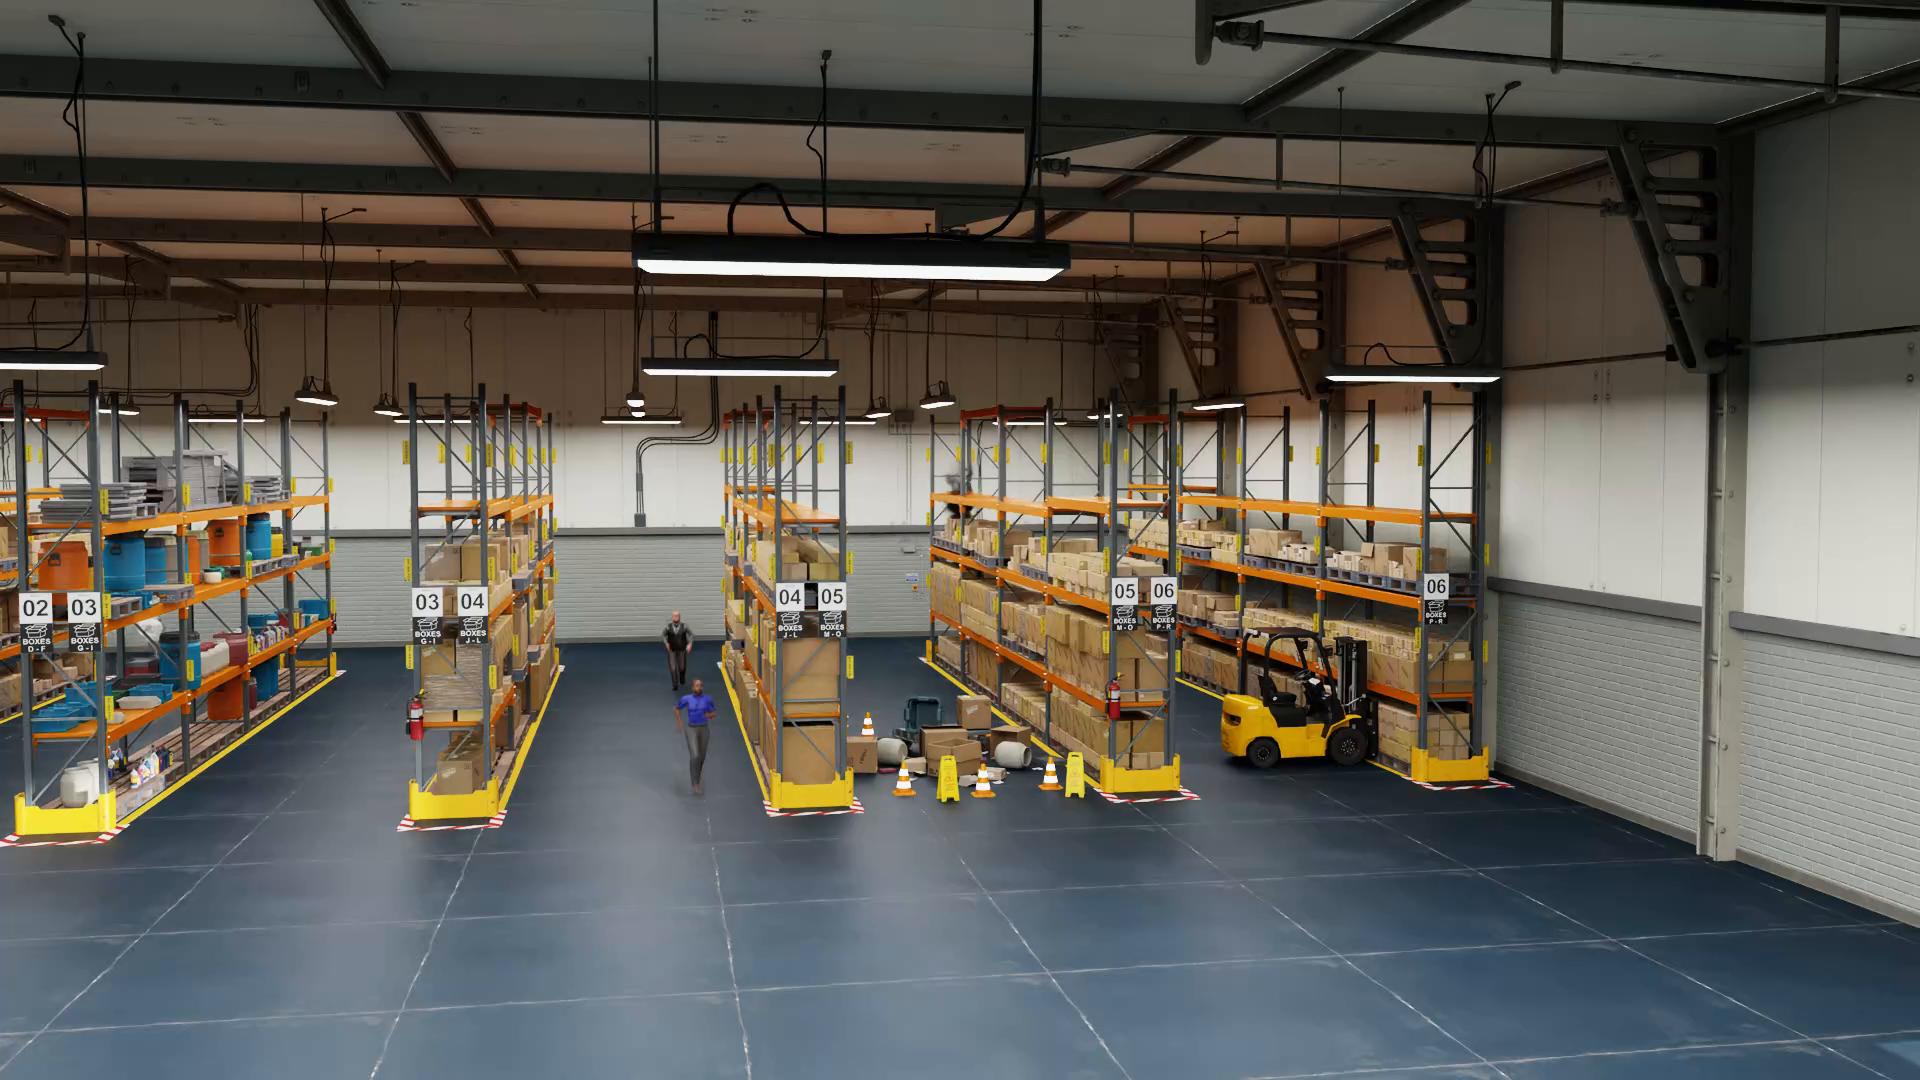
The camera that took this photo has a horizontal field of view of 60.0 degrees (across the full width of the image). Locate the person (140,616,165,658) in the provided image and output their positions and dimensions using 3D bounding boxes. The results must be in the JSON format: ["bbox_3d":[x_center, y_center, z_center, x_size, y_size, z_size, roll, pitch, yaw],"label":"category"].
[{"bbox_3d":[-18.116,2.288,37.422,0.721,1.674,0.657,2,3,33],"label":"person"}]

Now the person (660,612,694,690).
[{"bbox_3d":[-6.035,2.365,35.495,0.707,1.678,0.609,0,3,-8],"label":"person"}]

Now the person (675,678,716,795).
[{"bbox_3d":[-3.934,2.914,24.856,0.550,1.717,0.781,-1,3,-27],"label":"person"}]
